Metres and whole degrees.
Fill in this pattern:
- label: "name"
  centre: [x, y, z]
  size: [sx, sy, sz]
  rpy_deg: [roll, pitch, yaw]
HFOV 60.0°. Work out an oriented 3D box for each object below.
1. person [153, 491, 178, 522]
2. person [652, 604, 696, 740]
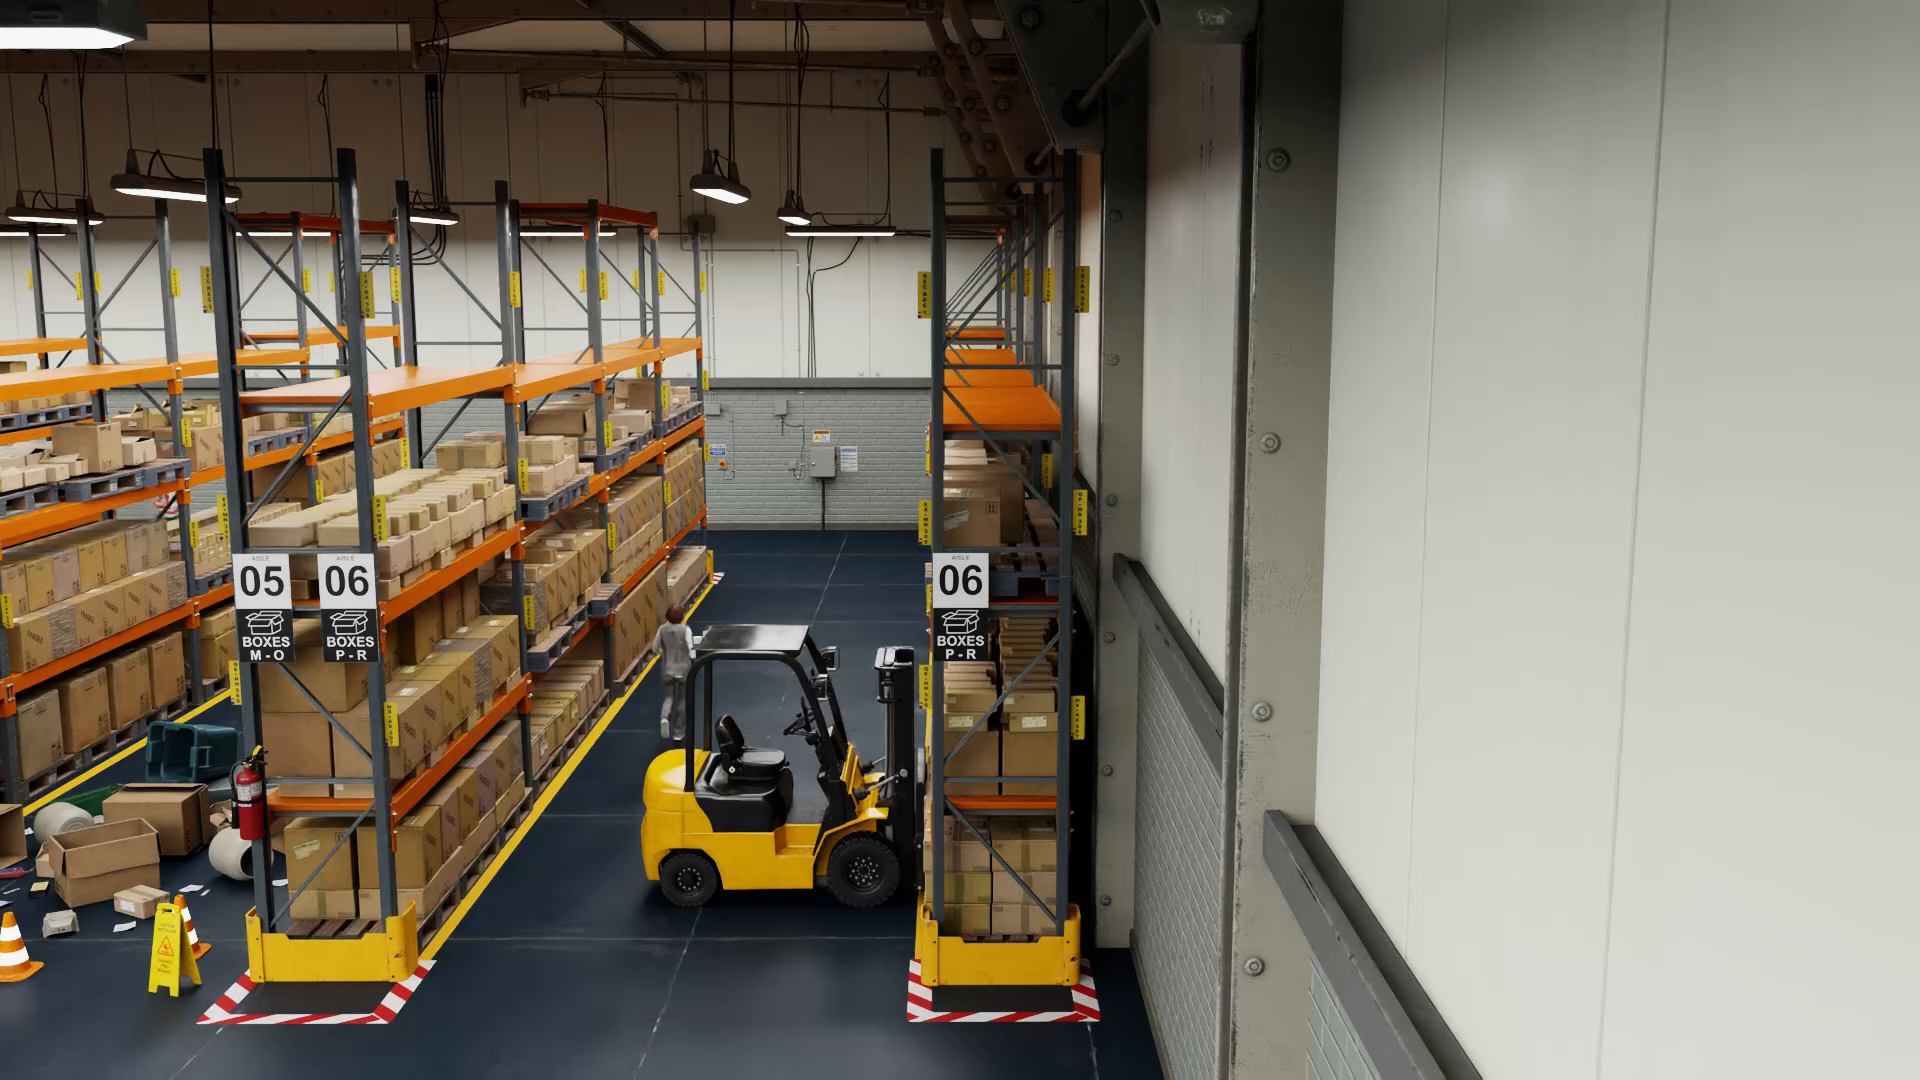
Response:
- label: "person"
  centre: [-13.891, -0.402, 29.311]
  size: [0.972, 1.792, 0.664]
  rpy_deg: [5, 10, 28]
- label: "person"
  centre: [-3.135, 1.478, 18.330]
  size: [0.533, 1.562, 0.678]
  rpy_deg: [1, 9, 4]
